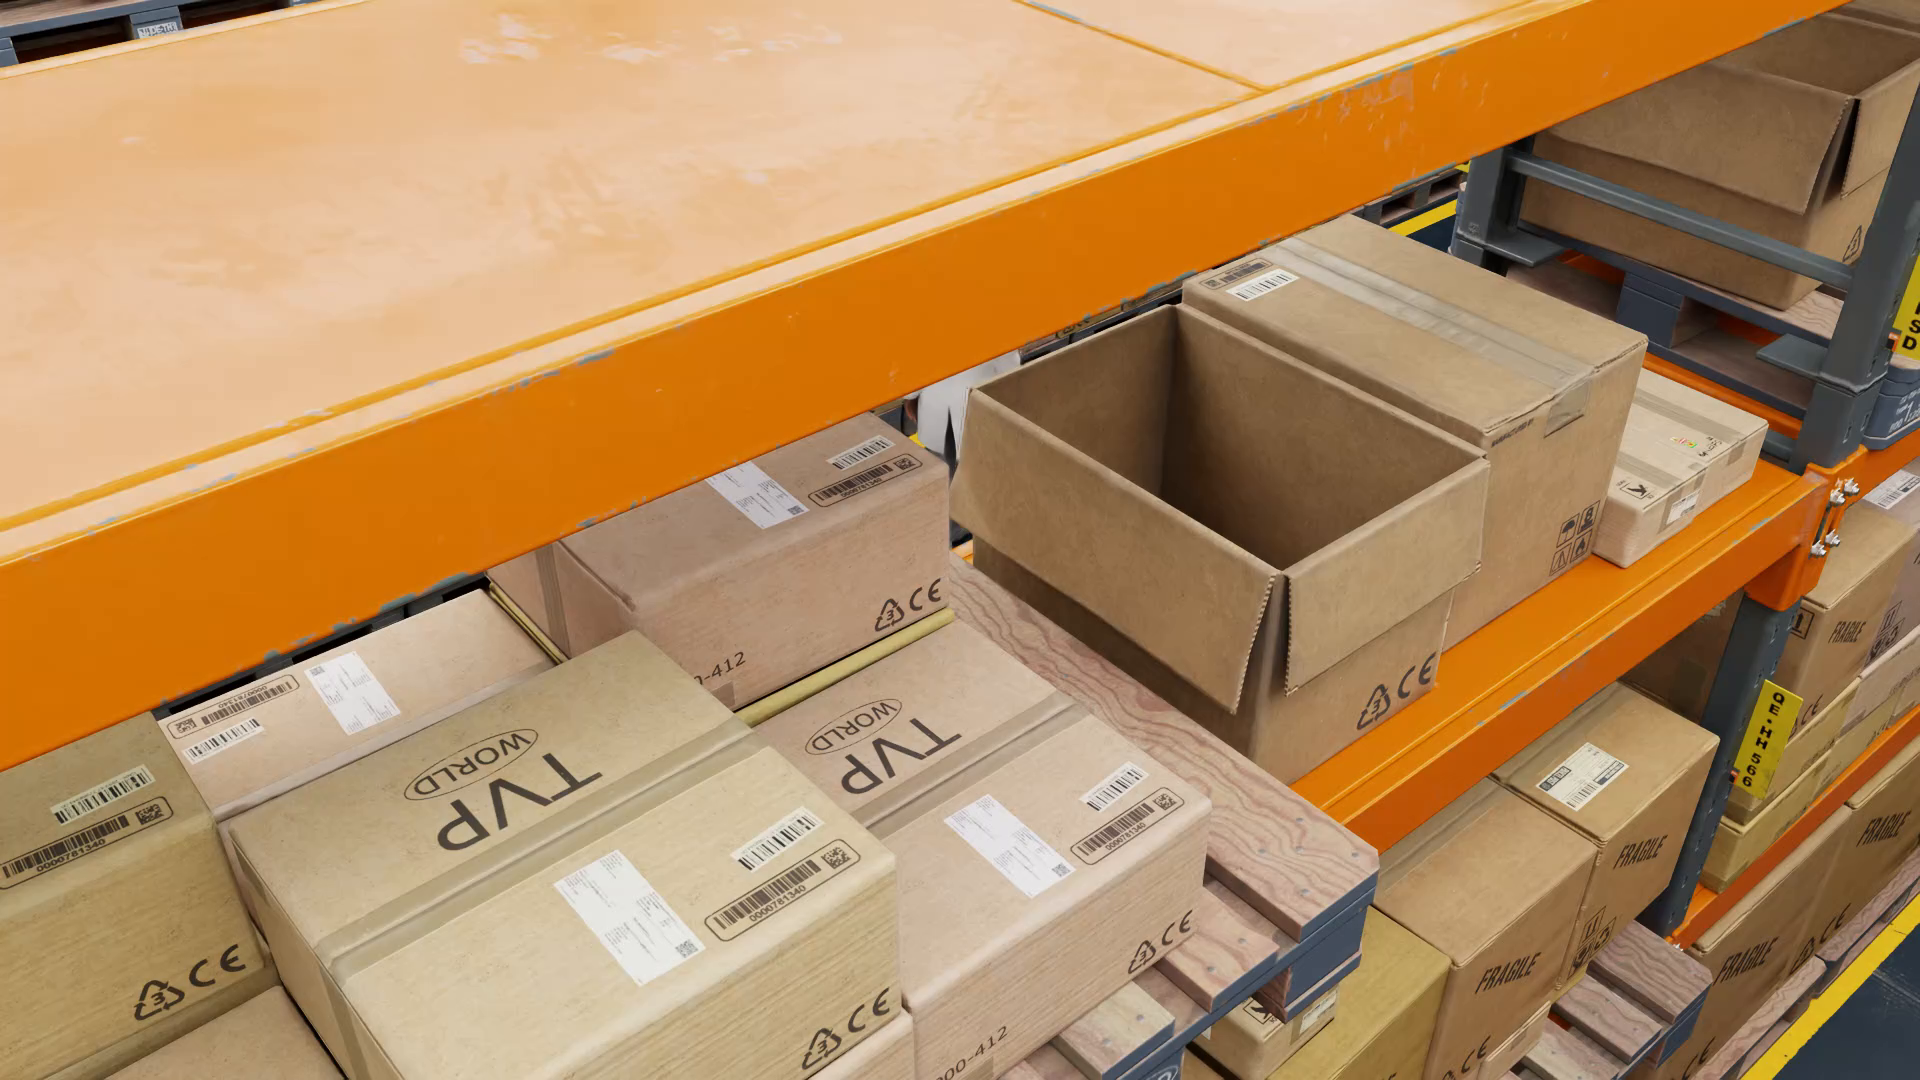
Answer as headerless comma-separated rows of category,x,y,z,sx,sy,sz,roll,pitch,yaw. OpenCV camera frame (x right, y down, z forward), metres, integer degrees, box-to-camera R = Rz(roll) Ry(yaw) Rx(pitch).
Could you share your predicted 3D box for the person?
person,0.023,-0.626,7.541,0.611,1.807,0.589,16,38,21
